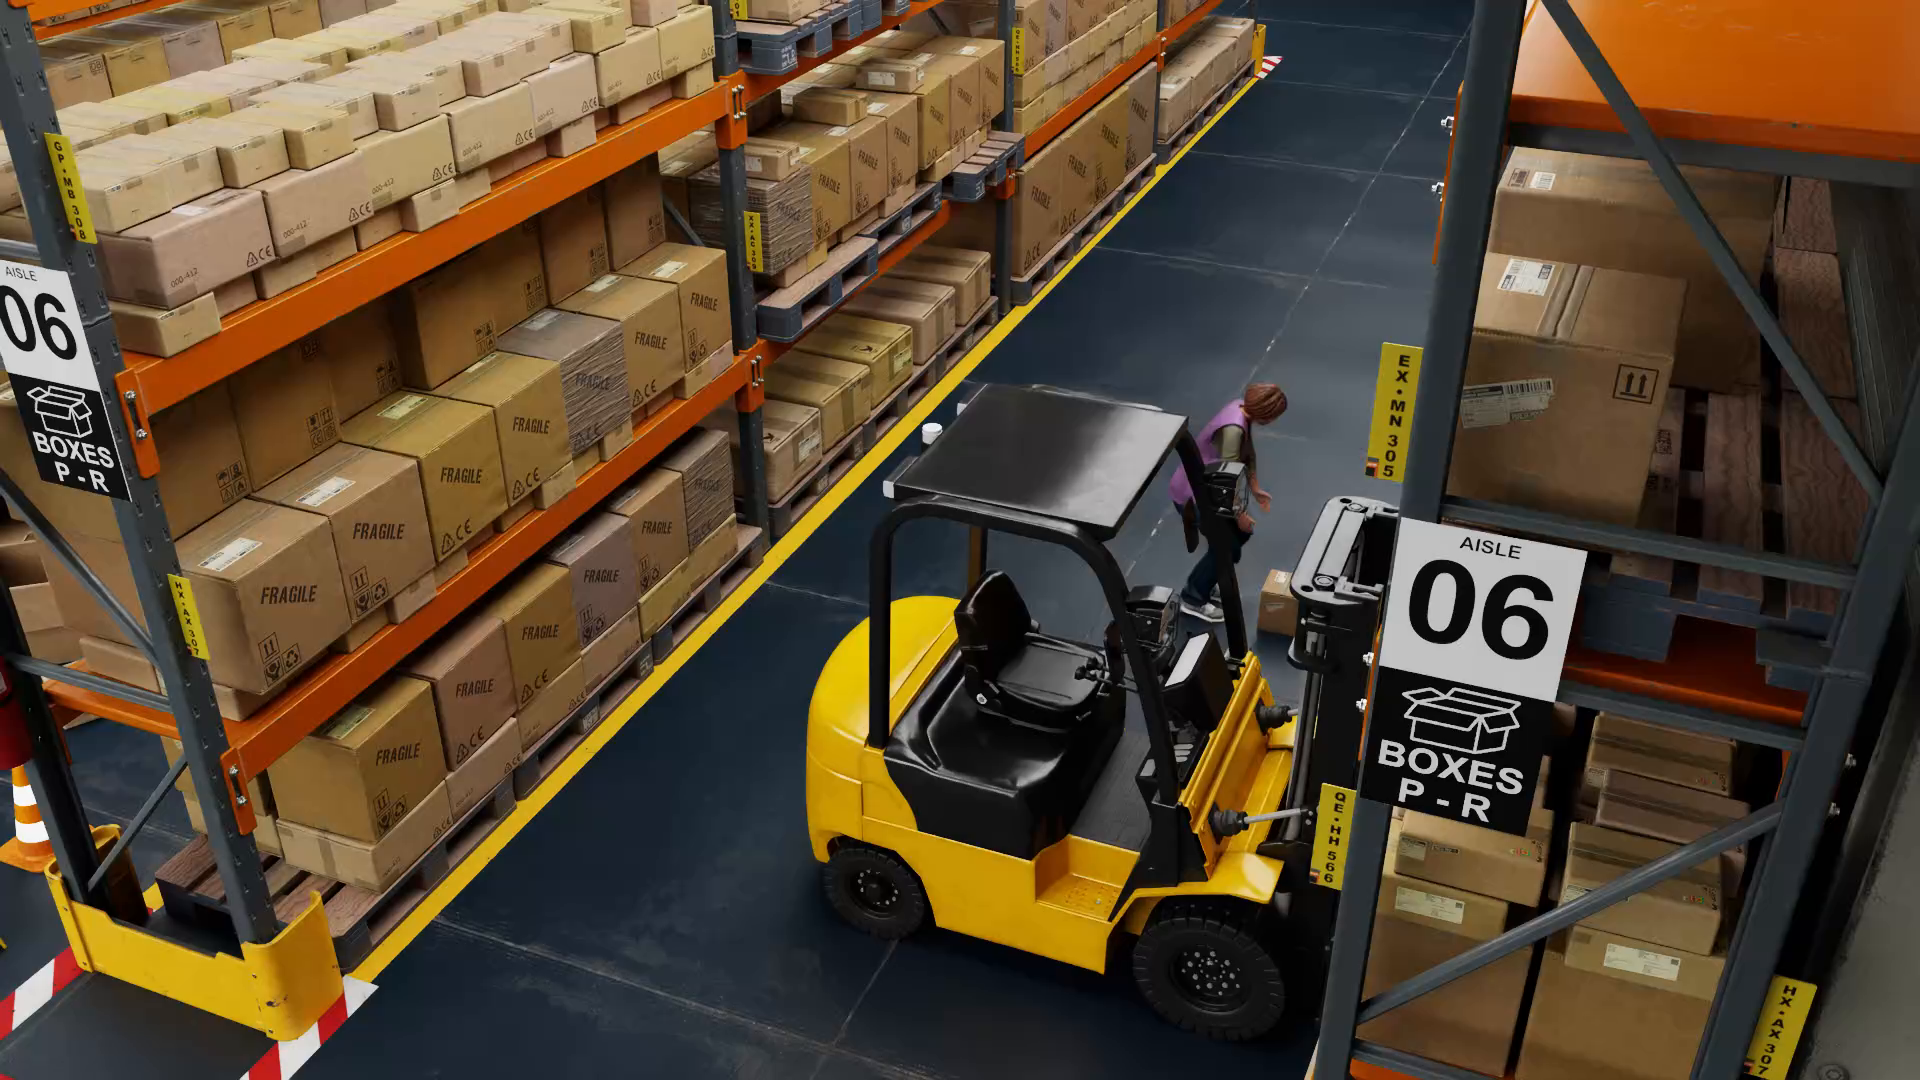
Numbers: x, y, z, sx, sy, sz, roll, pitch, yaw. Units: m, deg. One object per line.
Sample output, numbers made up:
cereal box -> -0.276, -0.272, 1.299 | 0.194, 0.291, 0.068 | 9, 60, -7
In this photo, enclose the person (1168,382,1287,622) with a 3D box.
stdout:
person -> 1.426, -0.240, 9.017 | 0.581, 1.400, 0.458 | 12, 32, 19
